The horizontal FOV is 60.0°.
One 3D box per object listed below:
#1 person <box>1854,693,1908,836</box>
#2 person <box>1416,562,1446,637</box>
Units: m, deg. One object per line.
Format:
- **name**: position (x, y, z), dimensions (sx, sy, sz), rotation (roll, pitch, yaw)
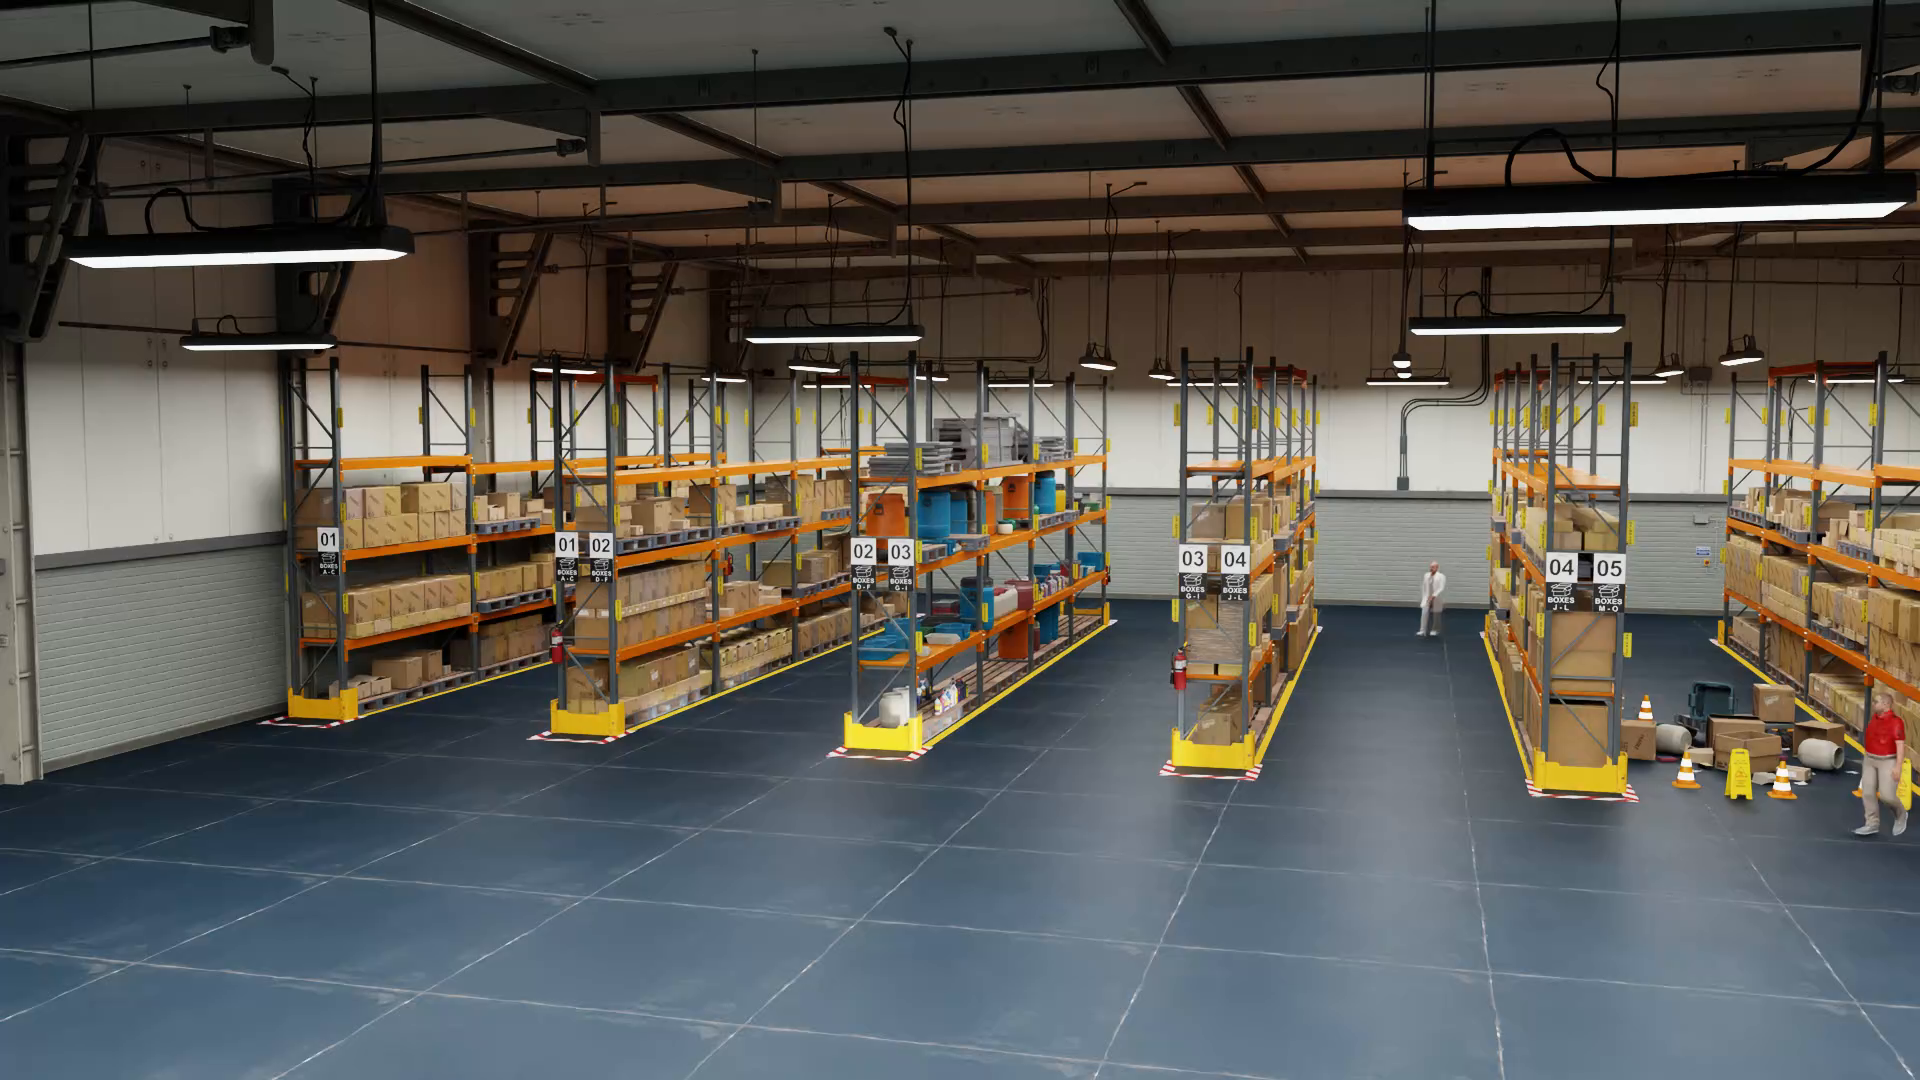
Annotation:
- **person**: position (11.050, 2.675, 19.825), dimensions (0.525, 1.719, 0.531), rotation (-2, 5, -28)
- **person**: position (10.675, 1.352, 37.666), dimensions (0.613, 1.717, 1.159), rotation (2, 5, 31)
